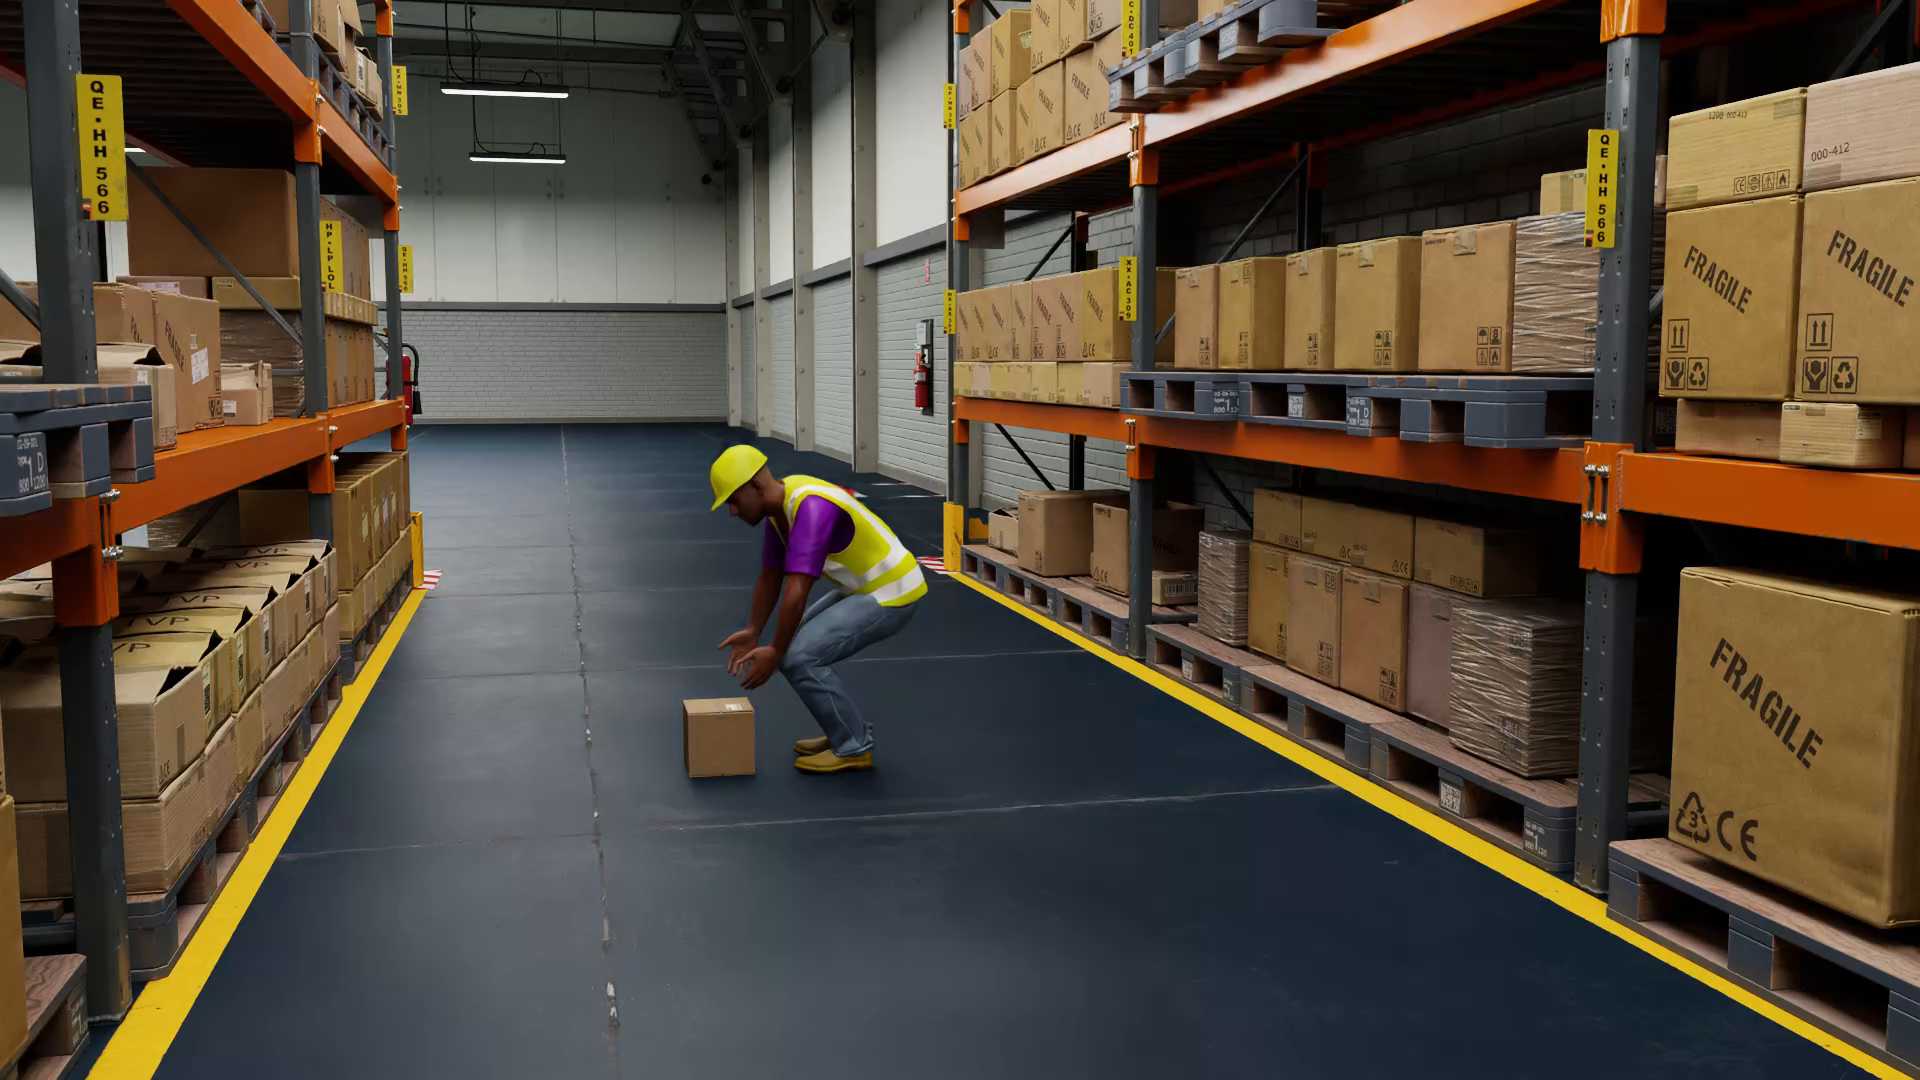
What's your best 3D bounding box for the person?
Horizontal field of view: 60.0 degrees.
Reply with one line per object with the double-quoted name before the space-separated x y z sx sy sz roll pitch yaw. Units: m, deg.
"person" -0.538 0.256 6.387 0.828 1.250 0.625 -1 6 -14
